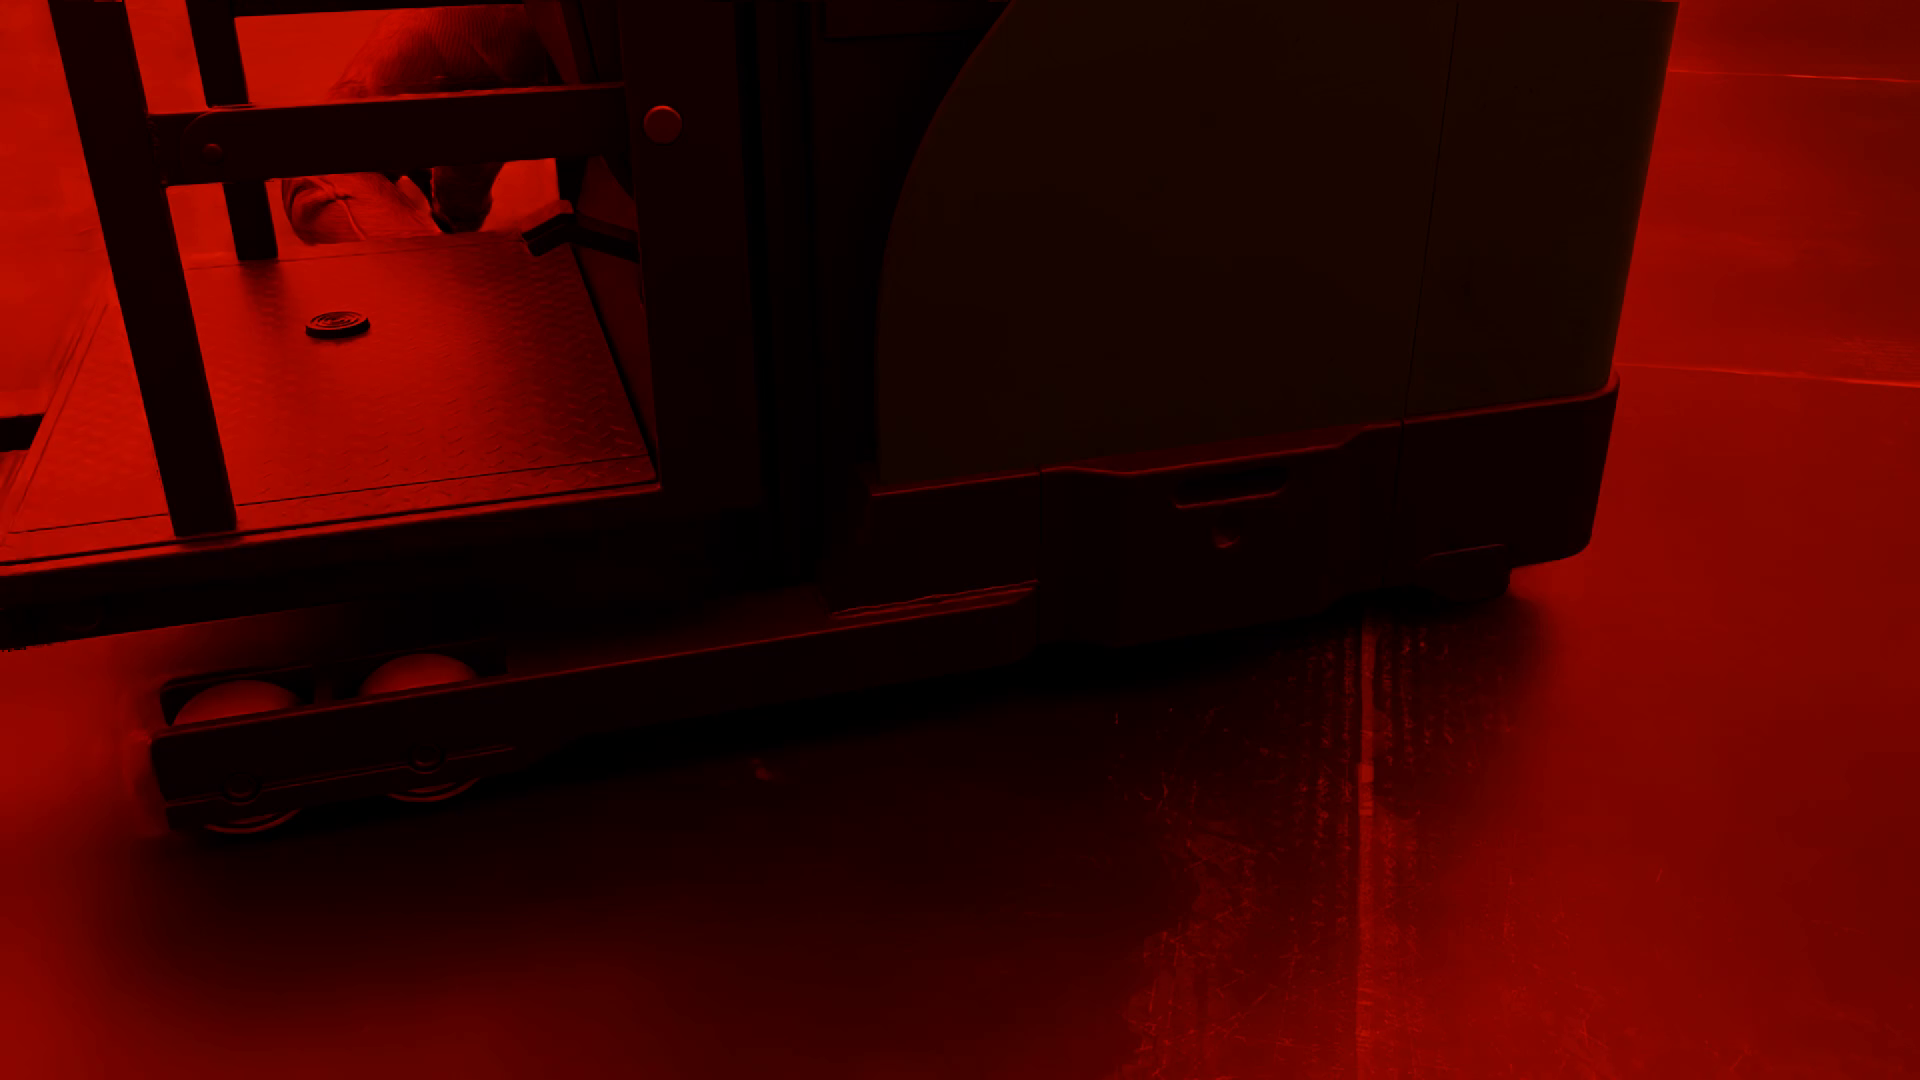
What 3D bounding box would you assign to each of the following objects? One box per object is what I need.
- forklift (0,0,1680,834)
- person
[{"bbox_3d":[-0.681,-1.249,1.721,3.031,2.935,1.130,-8,28,-16],"label":"forklift"},{"bbox_3d":[-1.028,-0.982,3.070,0.930,1.220,1.236,9,28,17],"label":"person"}]
